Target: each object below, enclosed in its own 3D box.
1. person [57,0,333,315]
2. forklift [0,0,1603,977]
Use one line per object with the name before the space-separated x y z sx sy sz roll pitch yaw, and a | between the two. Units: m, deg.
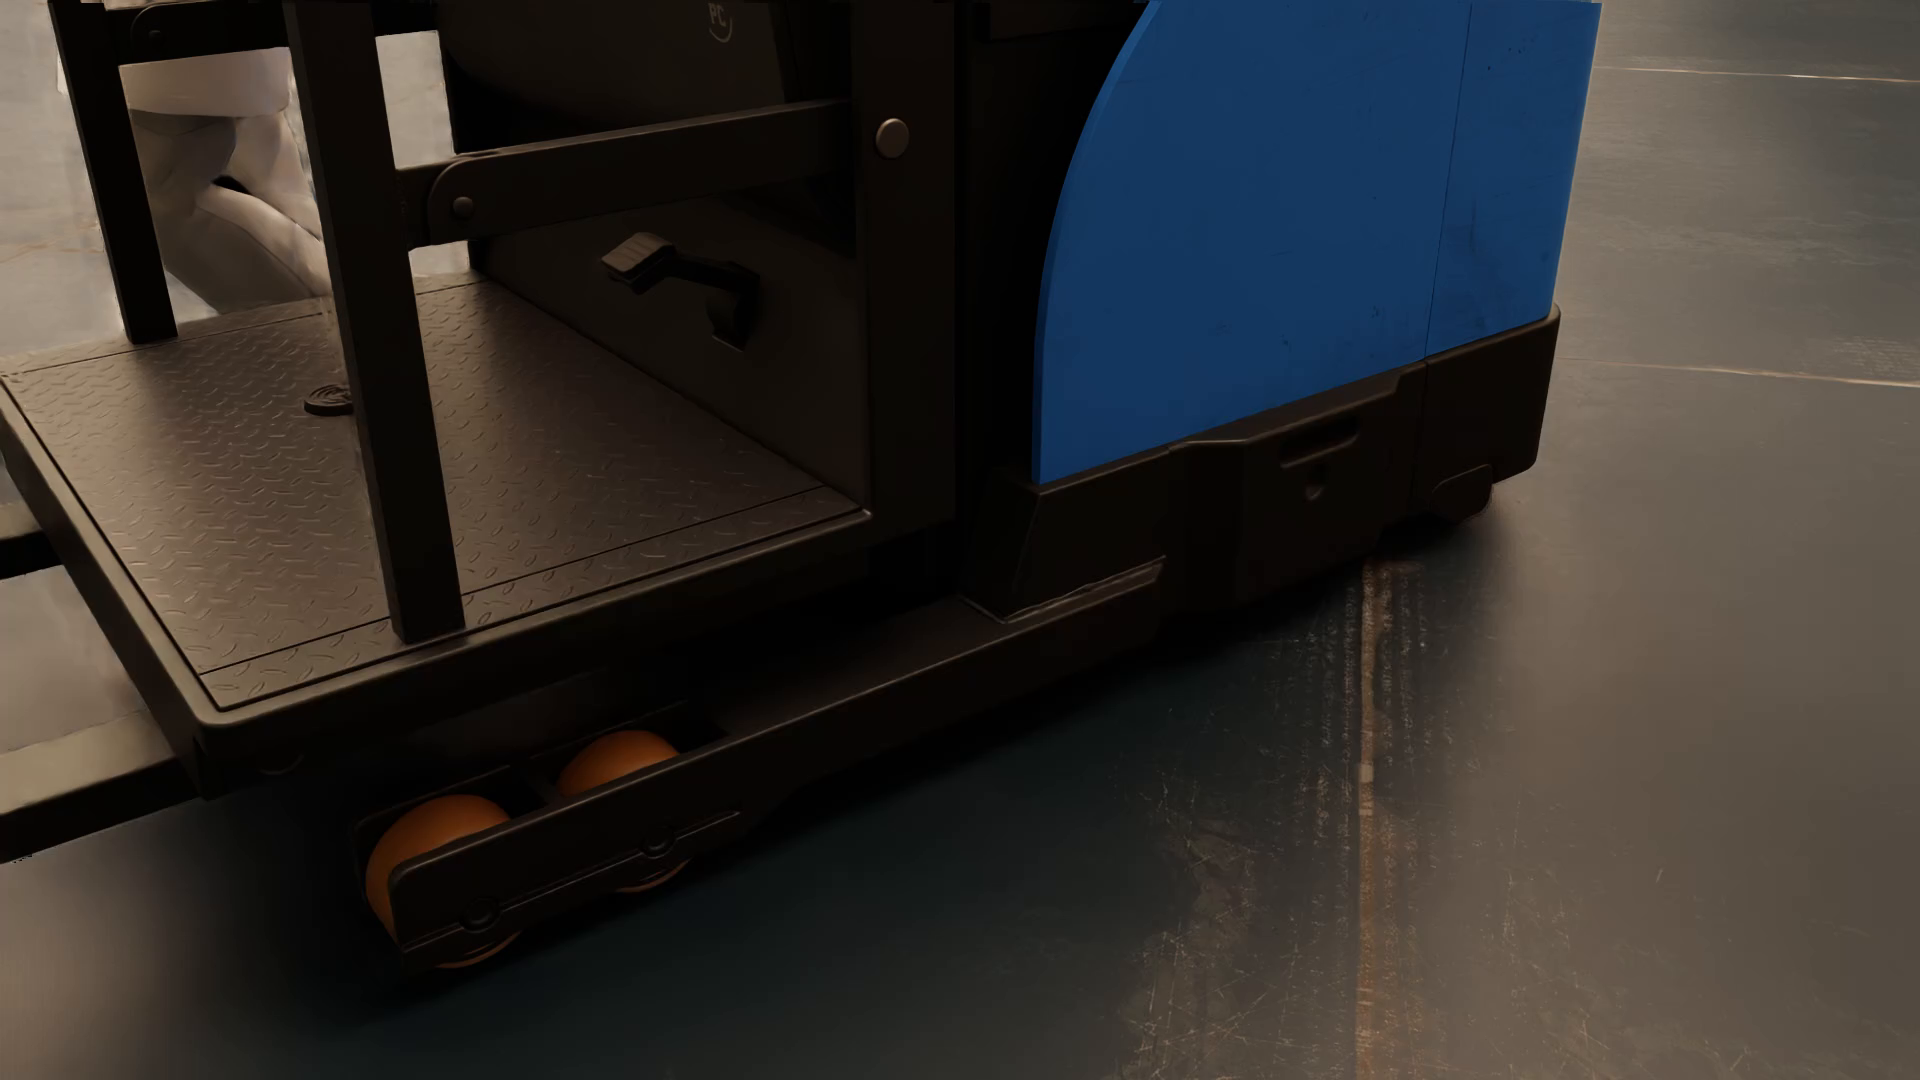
person | -1.180 -0.903 2.504 0.589 1.694 1.195 3 27 6
forklift | -0.578 -1.154 1.532 3.031 2.935 1.130 -19 32 -33
